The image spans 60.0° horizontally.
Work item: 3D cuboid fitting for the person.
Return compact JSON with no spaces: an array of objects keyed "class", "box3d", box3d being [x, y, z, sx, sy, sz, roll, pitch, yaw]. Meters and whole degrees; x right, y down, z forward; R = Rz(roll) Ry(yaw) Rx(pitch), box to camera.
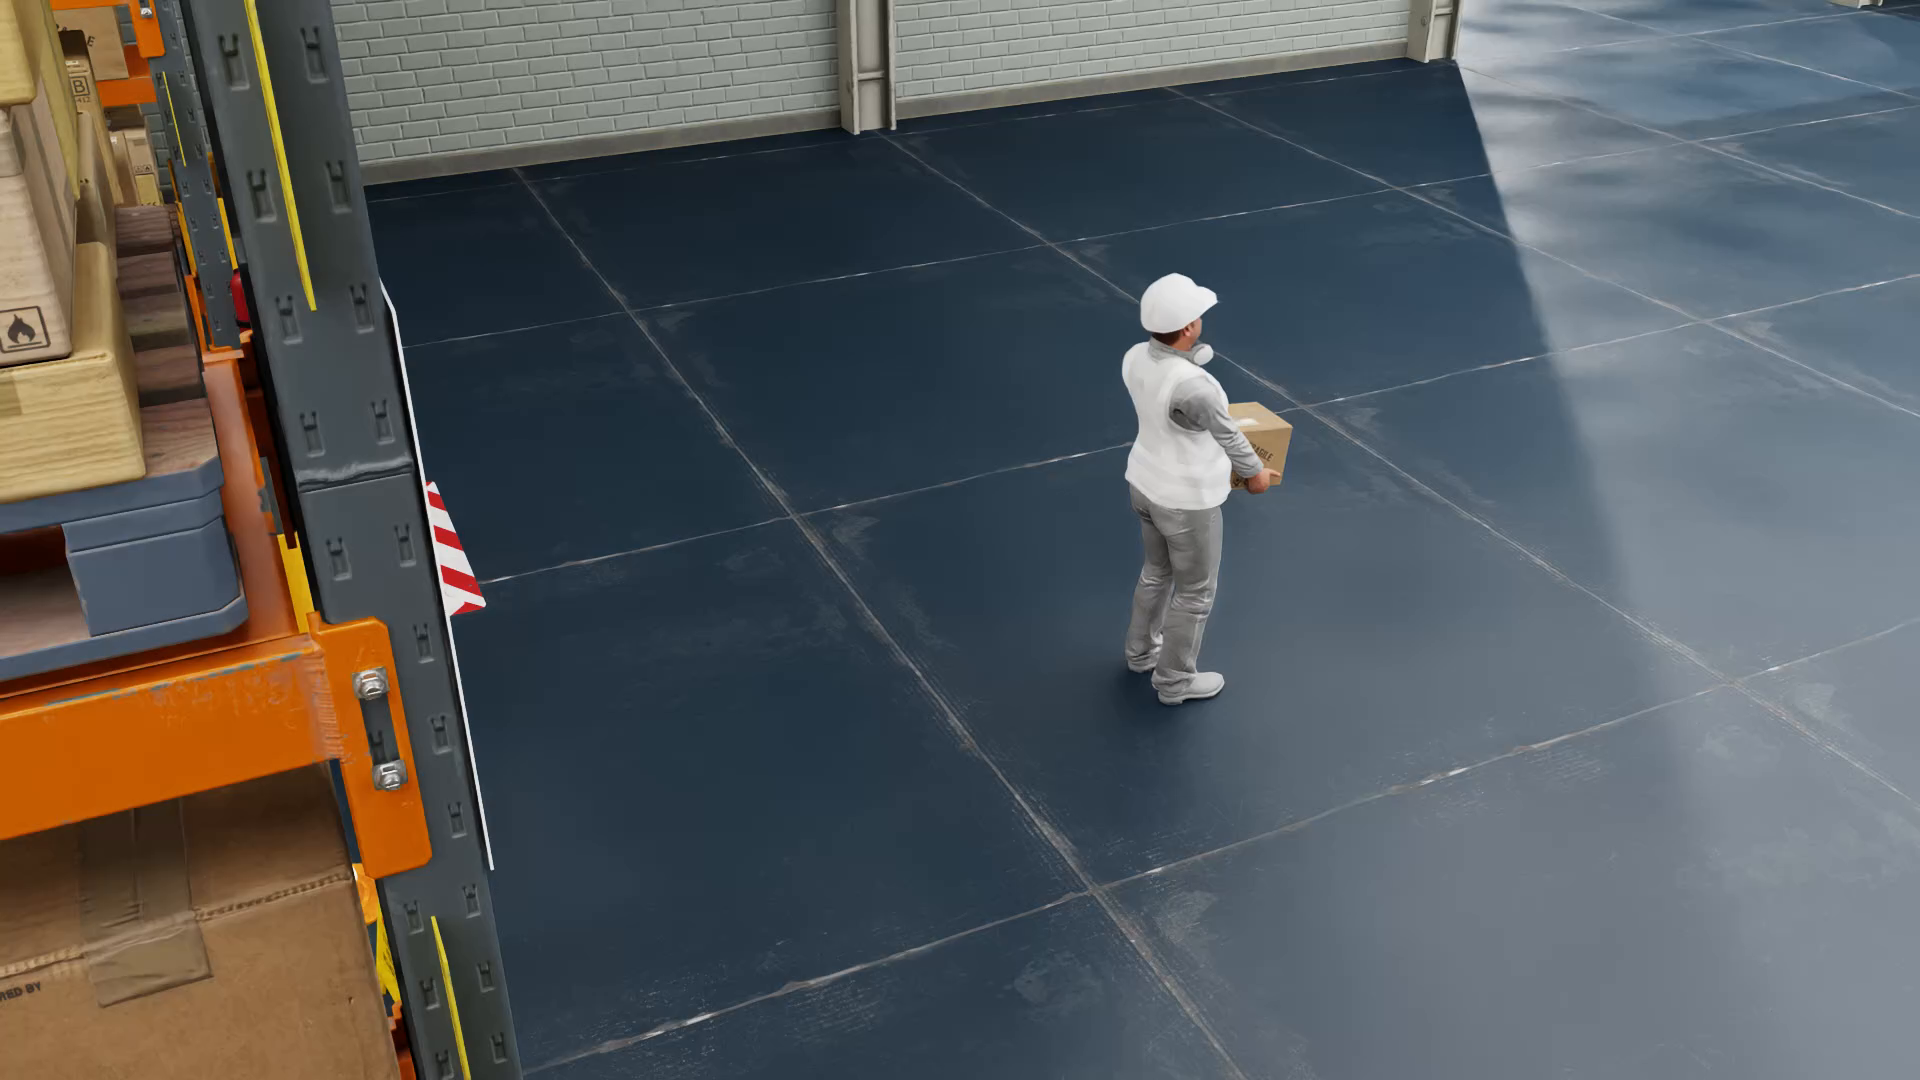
[{"class":"person","box3d":[0.925,-0.218,6.500,0.562,1.762,0.494,-13,32,-21]}]
